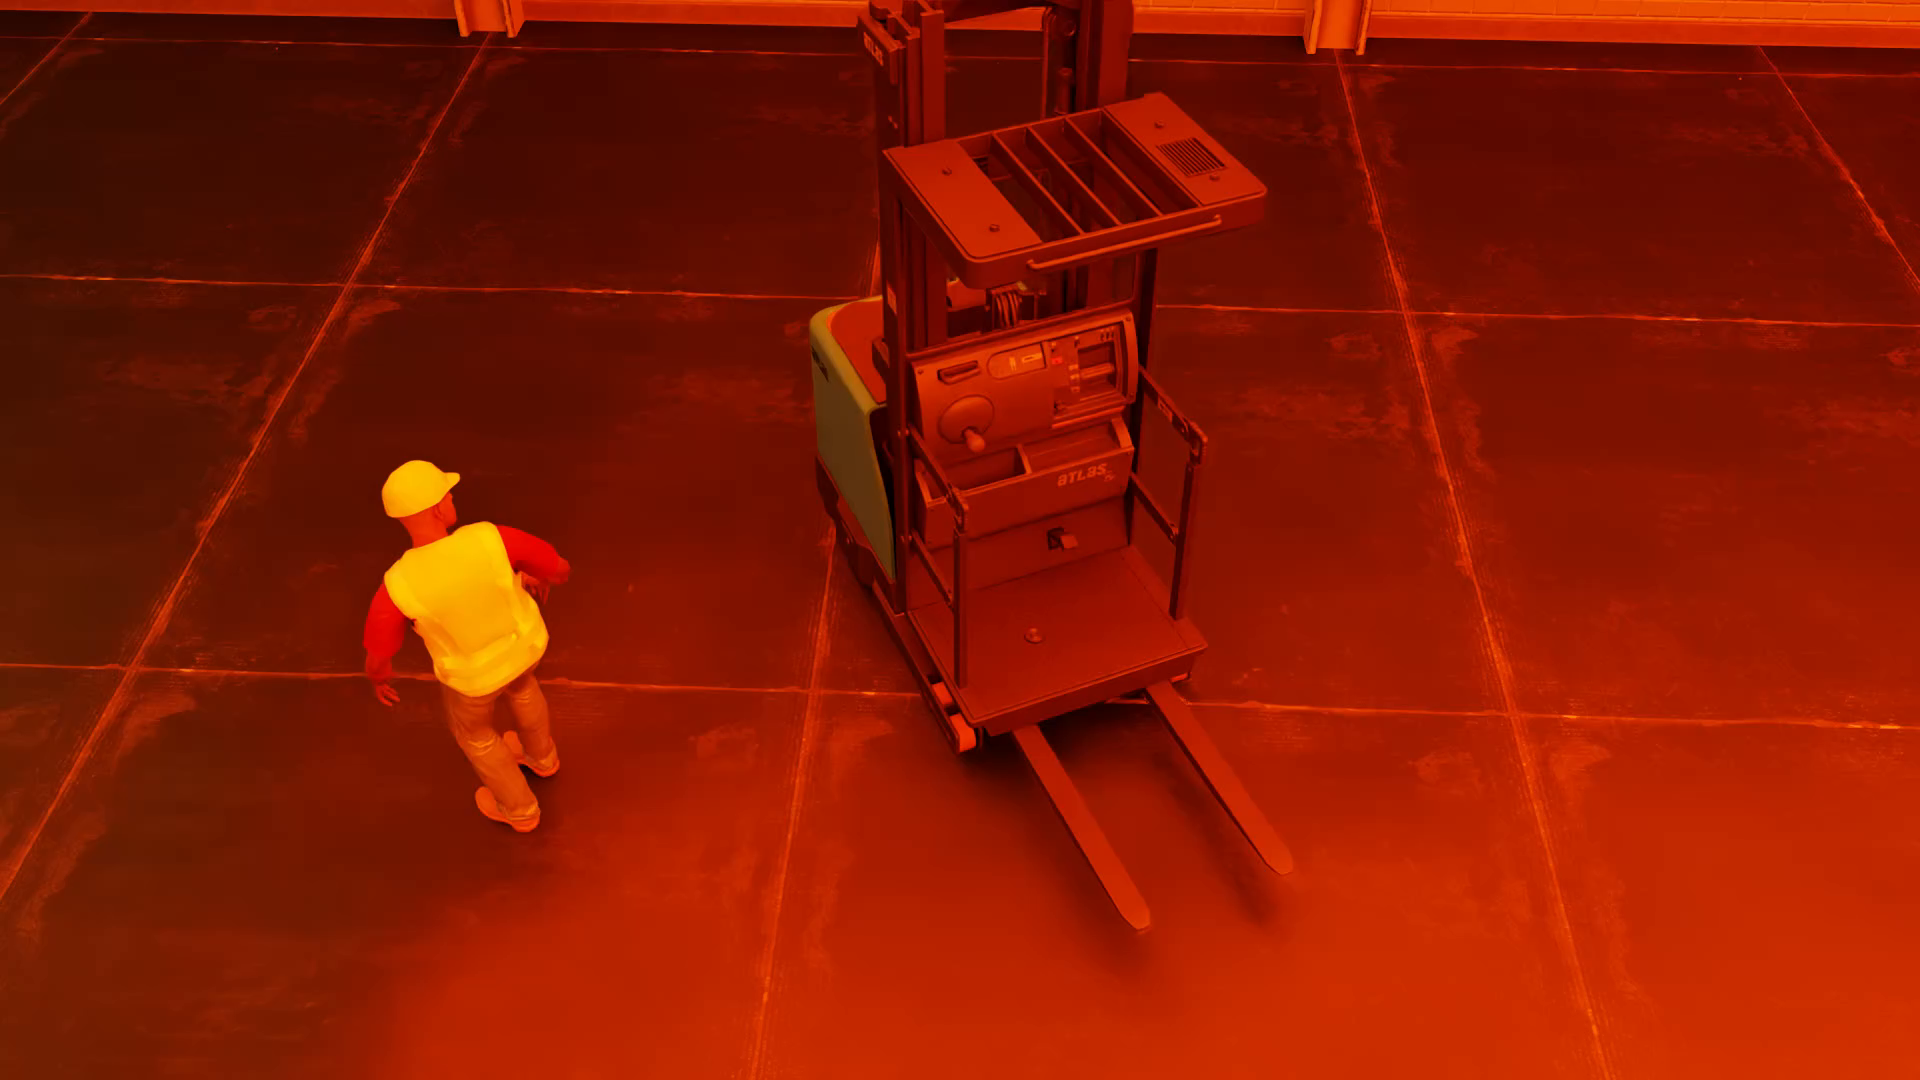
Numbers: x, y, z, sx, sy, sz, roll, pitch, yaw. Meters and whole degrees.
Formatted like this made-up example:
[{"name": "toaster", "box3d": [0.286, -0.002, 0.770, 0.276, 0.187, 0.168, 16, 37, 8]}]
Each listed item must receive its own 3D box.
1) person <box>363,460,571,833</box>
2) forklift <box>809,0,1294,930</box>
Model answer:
[{"name": "person", "box3d": [-1.840, 0.397, 6.201, 0.775, 1.731, 0.509, -32, 51, -30]}, {"name": "forklift", "box3d": [0.351, -0.529, 6.322, 1.130, 2.935, 3.031, -16, 45, -17]}]
